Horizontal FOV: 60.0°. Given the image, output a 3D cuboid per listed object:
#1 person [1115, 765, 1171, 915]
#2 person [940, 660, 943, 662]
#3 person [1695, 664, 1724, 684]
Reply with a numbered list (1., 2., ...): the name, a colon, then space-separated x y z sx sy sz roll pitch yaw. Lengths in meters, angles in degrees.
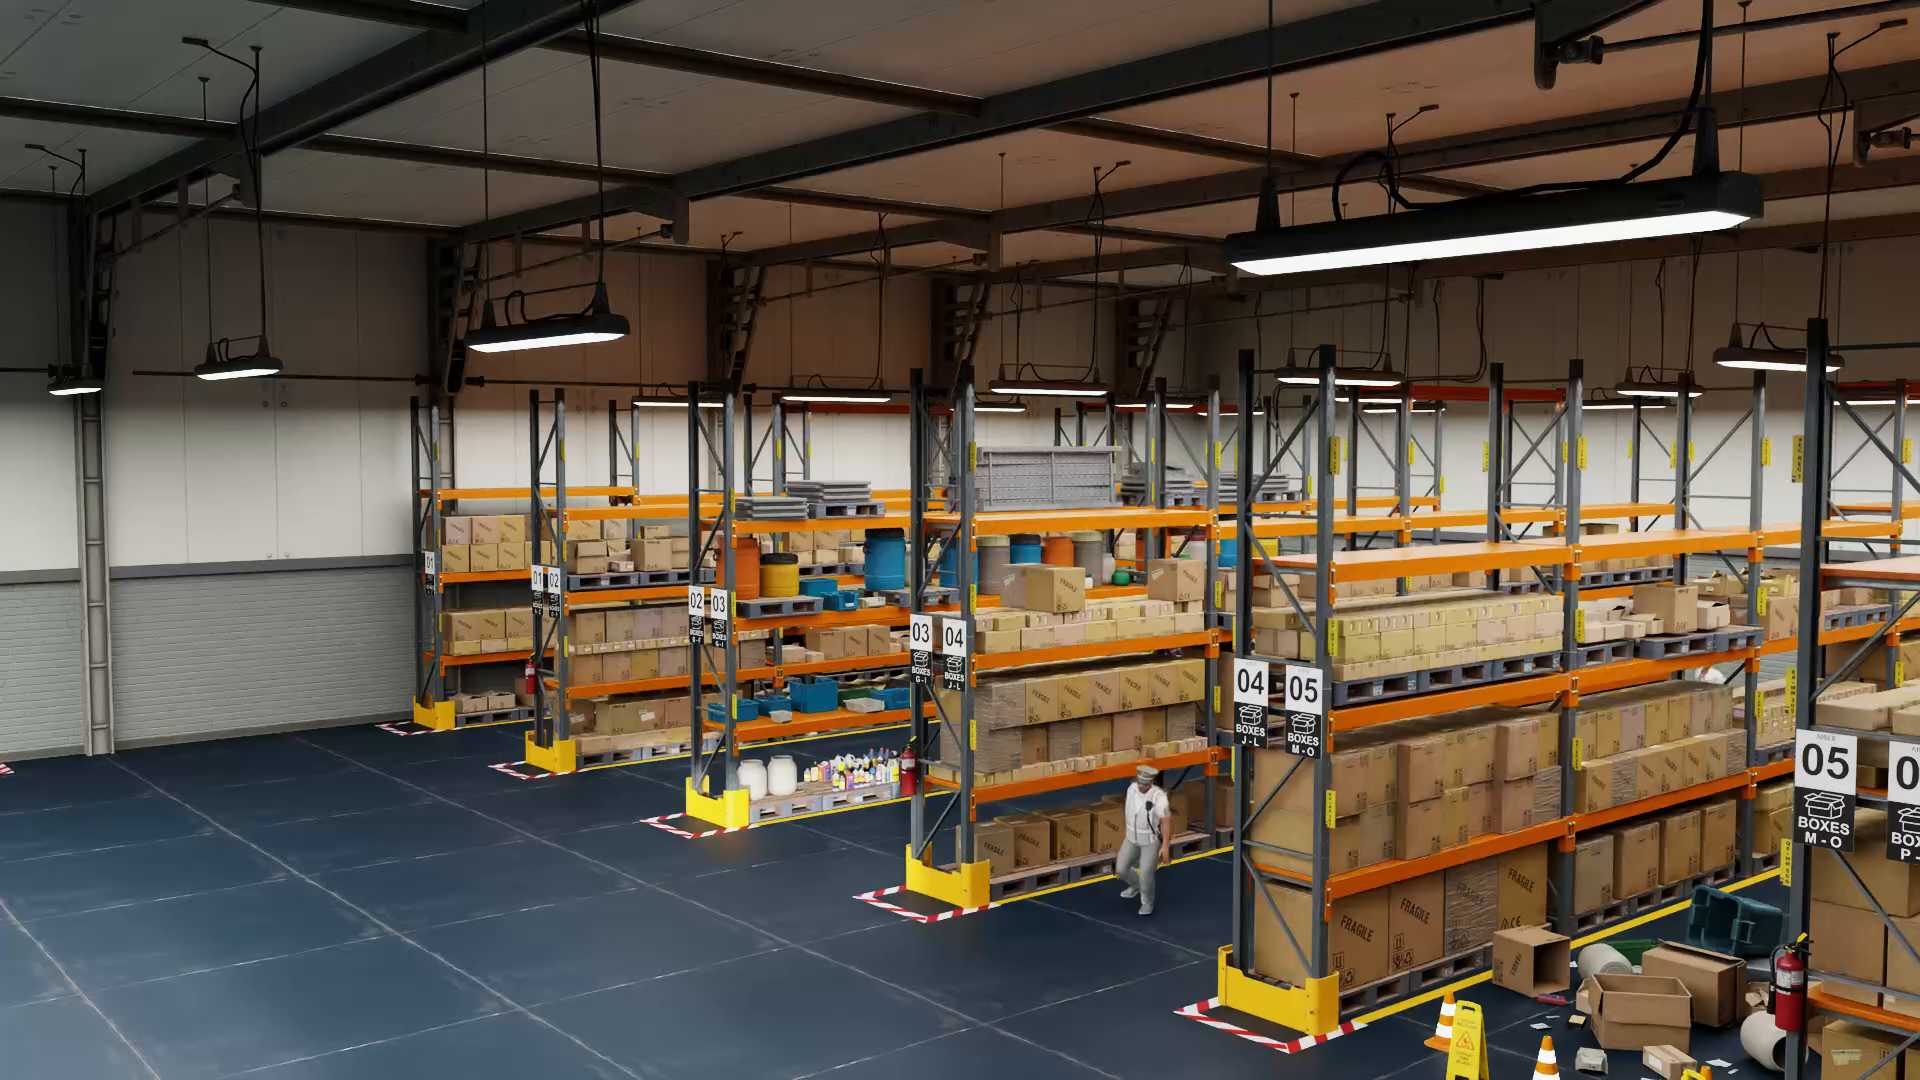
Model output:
1. person: 2.023 3.251 18.155 0.807 1.669 0.662 3 4 38
2. person: -0.326 2.250 35.493 0.611 1.666 0.942 2 4 29
3. person: 12.080 2.702 26.926 0.815 1.732 0.709 -2 4 -31
